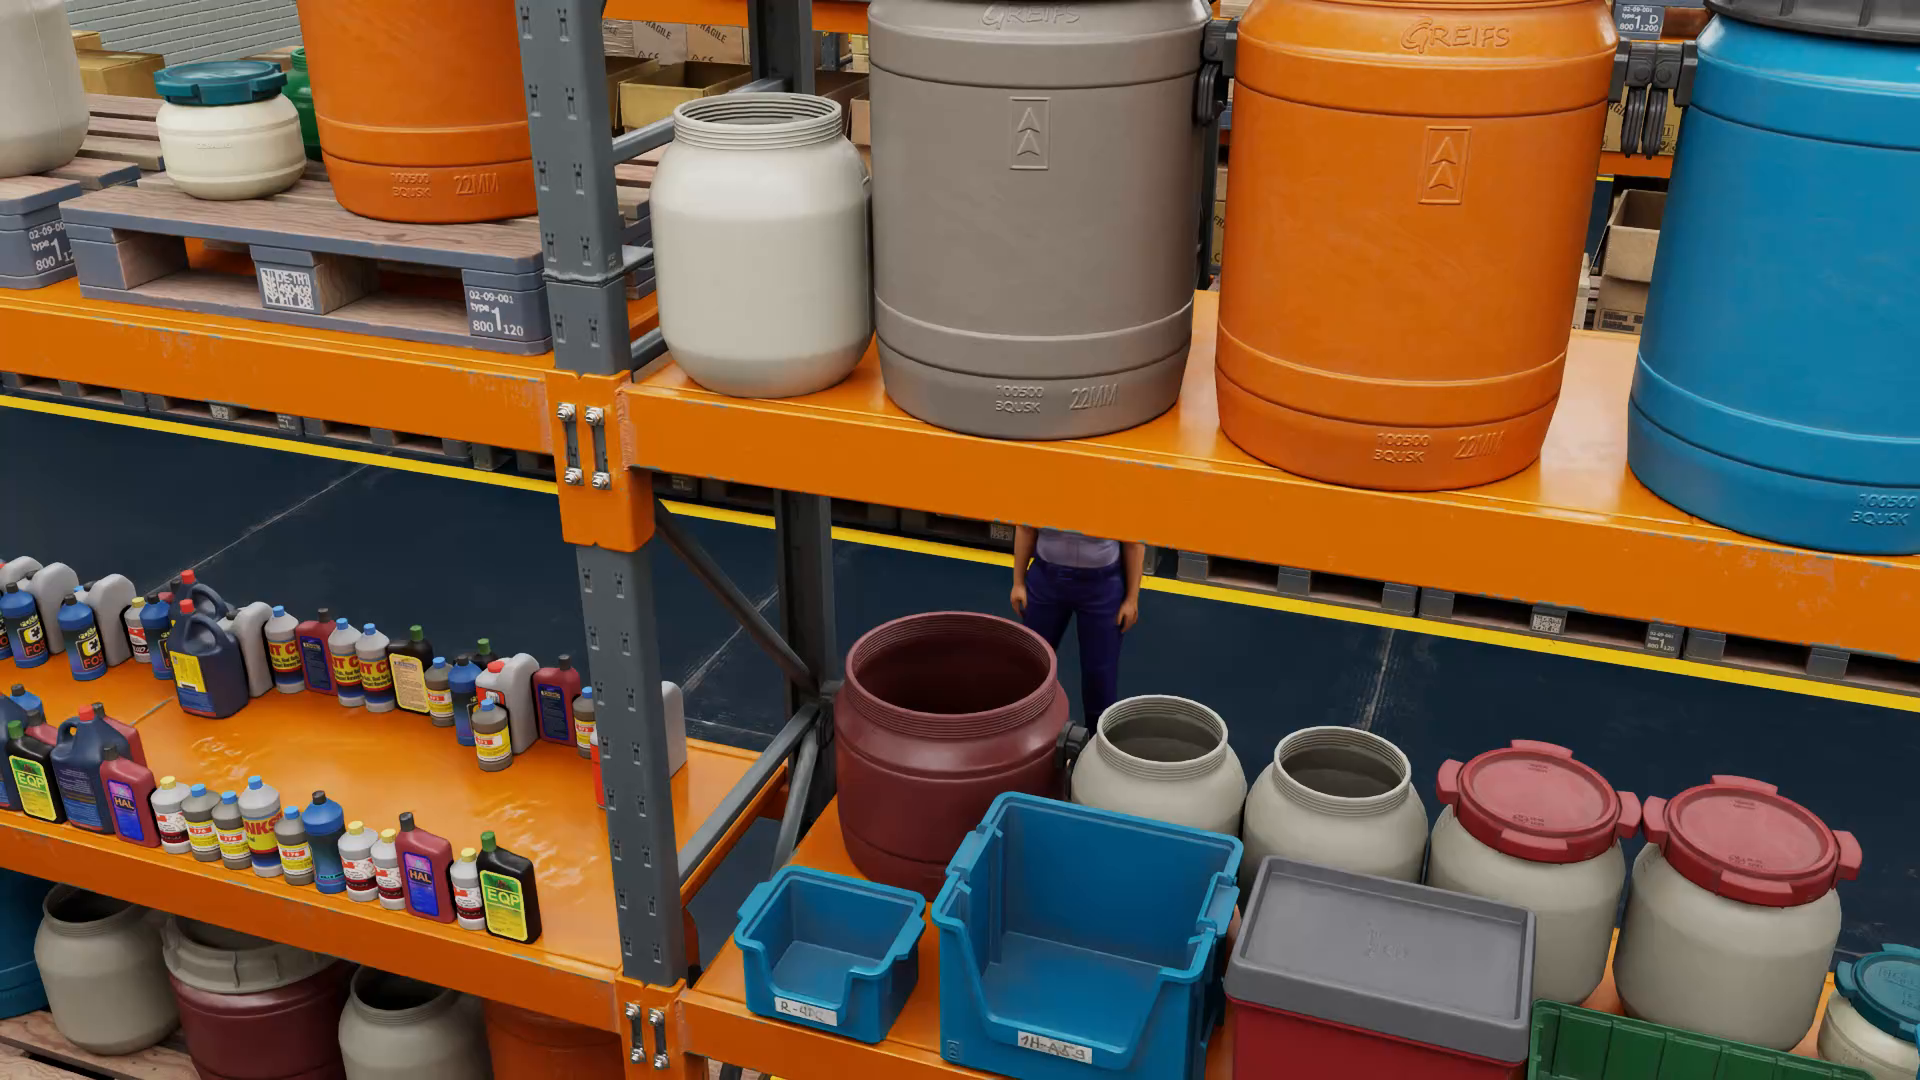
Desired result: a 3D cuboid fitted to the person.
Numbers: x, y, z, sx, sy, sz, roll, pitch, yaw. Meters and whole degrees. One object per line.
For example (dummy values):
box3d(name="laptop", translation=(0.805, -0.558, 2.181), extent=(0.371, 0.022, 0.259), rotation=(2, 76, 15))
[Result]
box3d(name="person", translation=(0.442, 0.299, 6.705), extent=(0.549, 1.476, 0.339), rotation=(7, 27, 14))
